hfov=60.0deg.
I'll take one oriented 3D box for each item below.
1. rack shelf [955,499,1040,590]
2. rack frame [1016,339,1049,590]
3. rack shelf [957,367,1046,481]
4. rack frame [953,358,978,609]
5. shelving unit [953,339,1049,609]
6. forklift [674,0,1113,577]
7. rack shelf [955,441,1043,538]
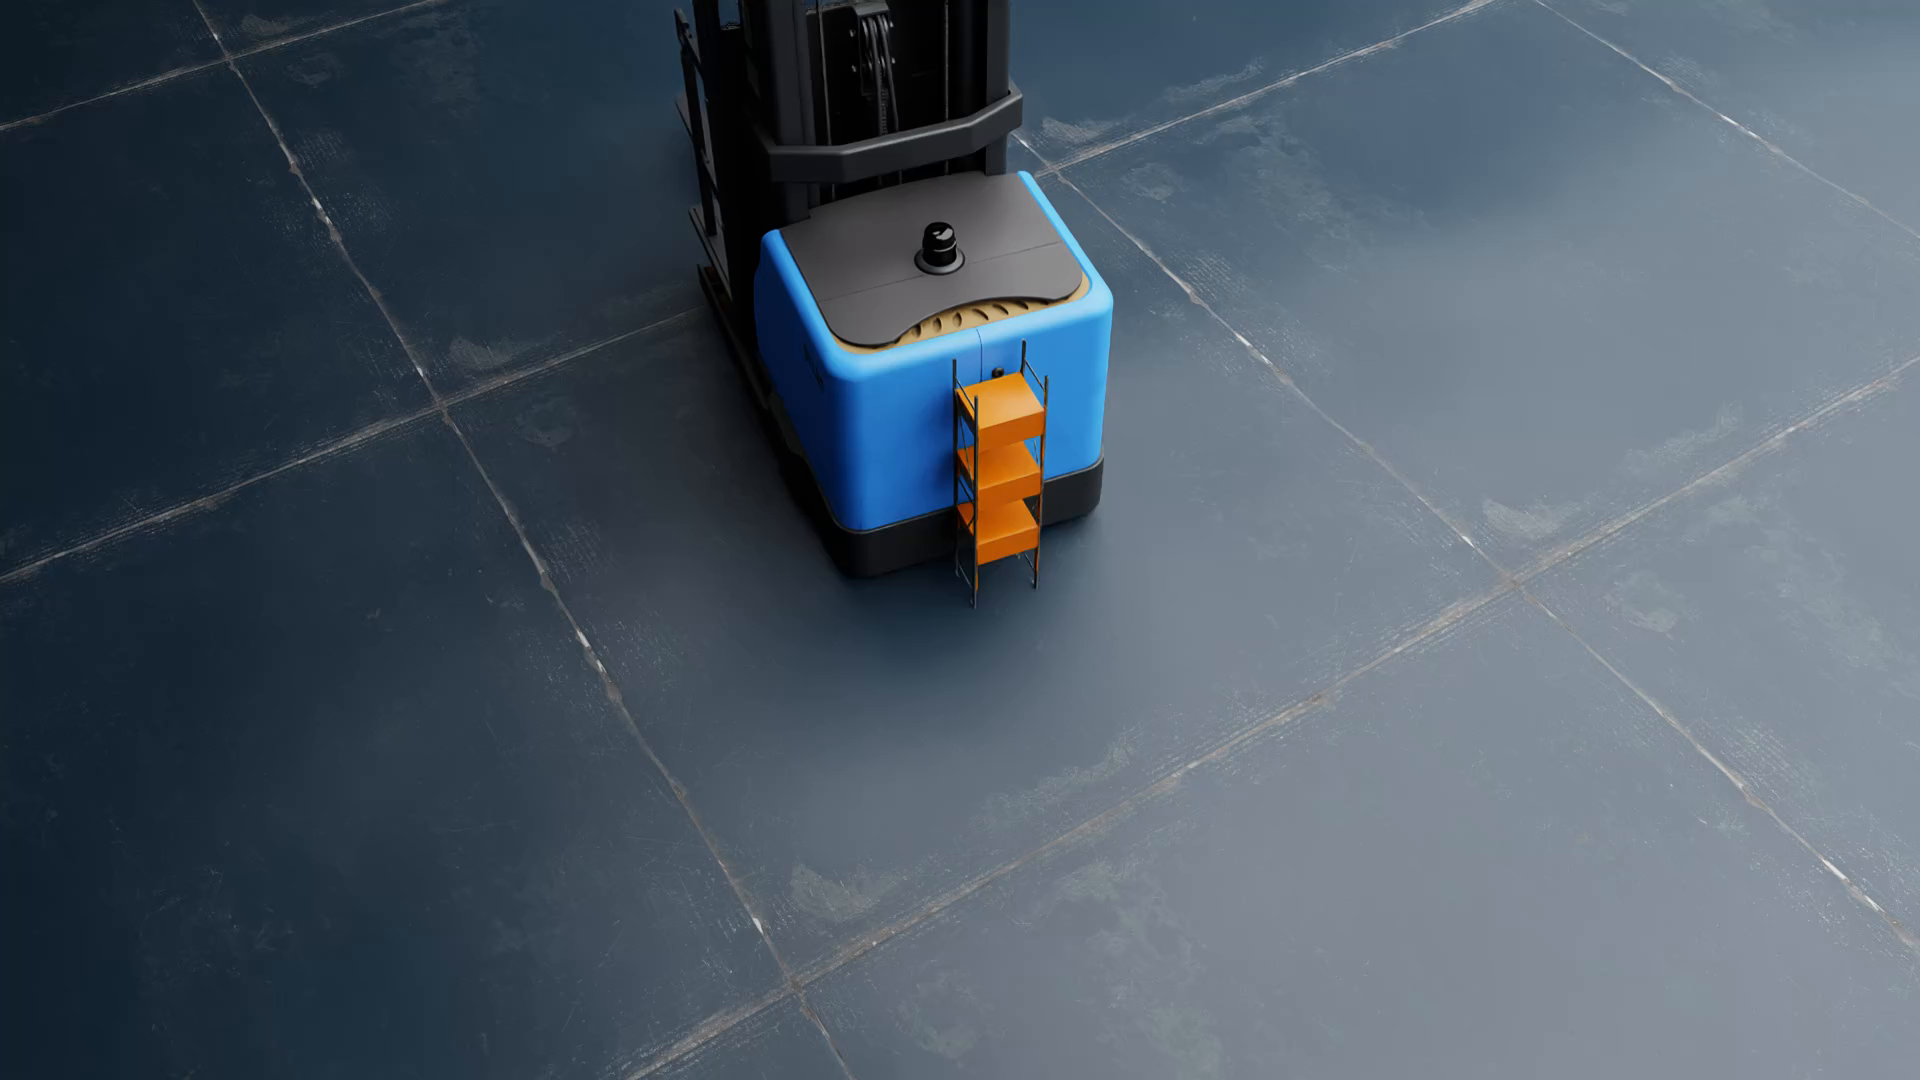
[{"bbox_3d":[0.130,-0.011,5.943,0.240,0.259,0.215,-17,50,-15],"label":"rack shelf"},{"bbox_3d":[0.243,-0.237,5.758,0.008,1.050,0.200,-17,50,-15],"label":"rack frame"},{"bbox_3d":[0.130,-0.385,5.524,0.240,0.259,0.215,-17,50,-15],"label":"rack shelf"},{"bbox_3d":[0.017,-0.169,5.697,0.008,1.050,0.200,-17,50,-15],"label":"rack frame"},{"bbox_3d":[0.130,-0.203,5.728,0.252,1.050,0.215,-17,50,-15],"label":"shelving unit"},{"bbox_3d":[-0.475,-1.963,6.035,1.130,2.935,3.031,-16,50,-14],"label":"forklift"},{"bbox_3d":[0.130,-0.196,5.736,0.240,0.259,0.215,-17,50,-15],"label":"rack shelf"}]
